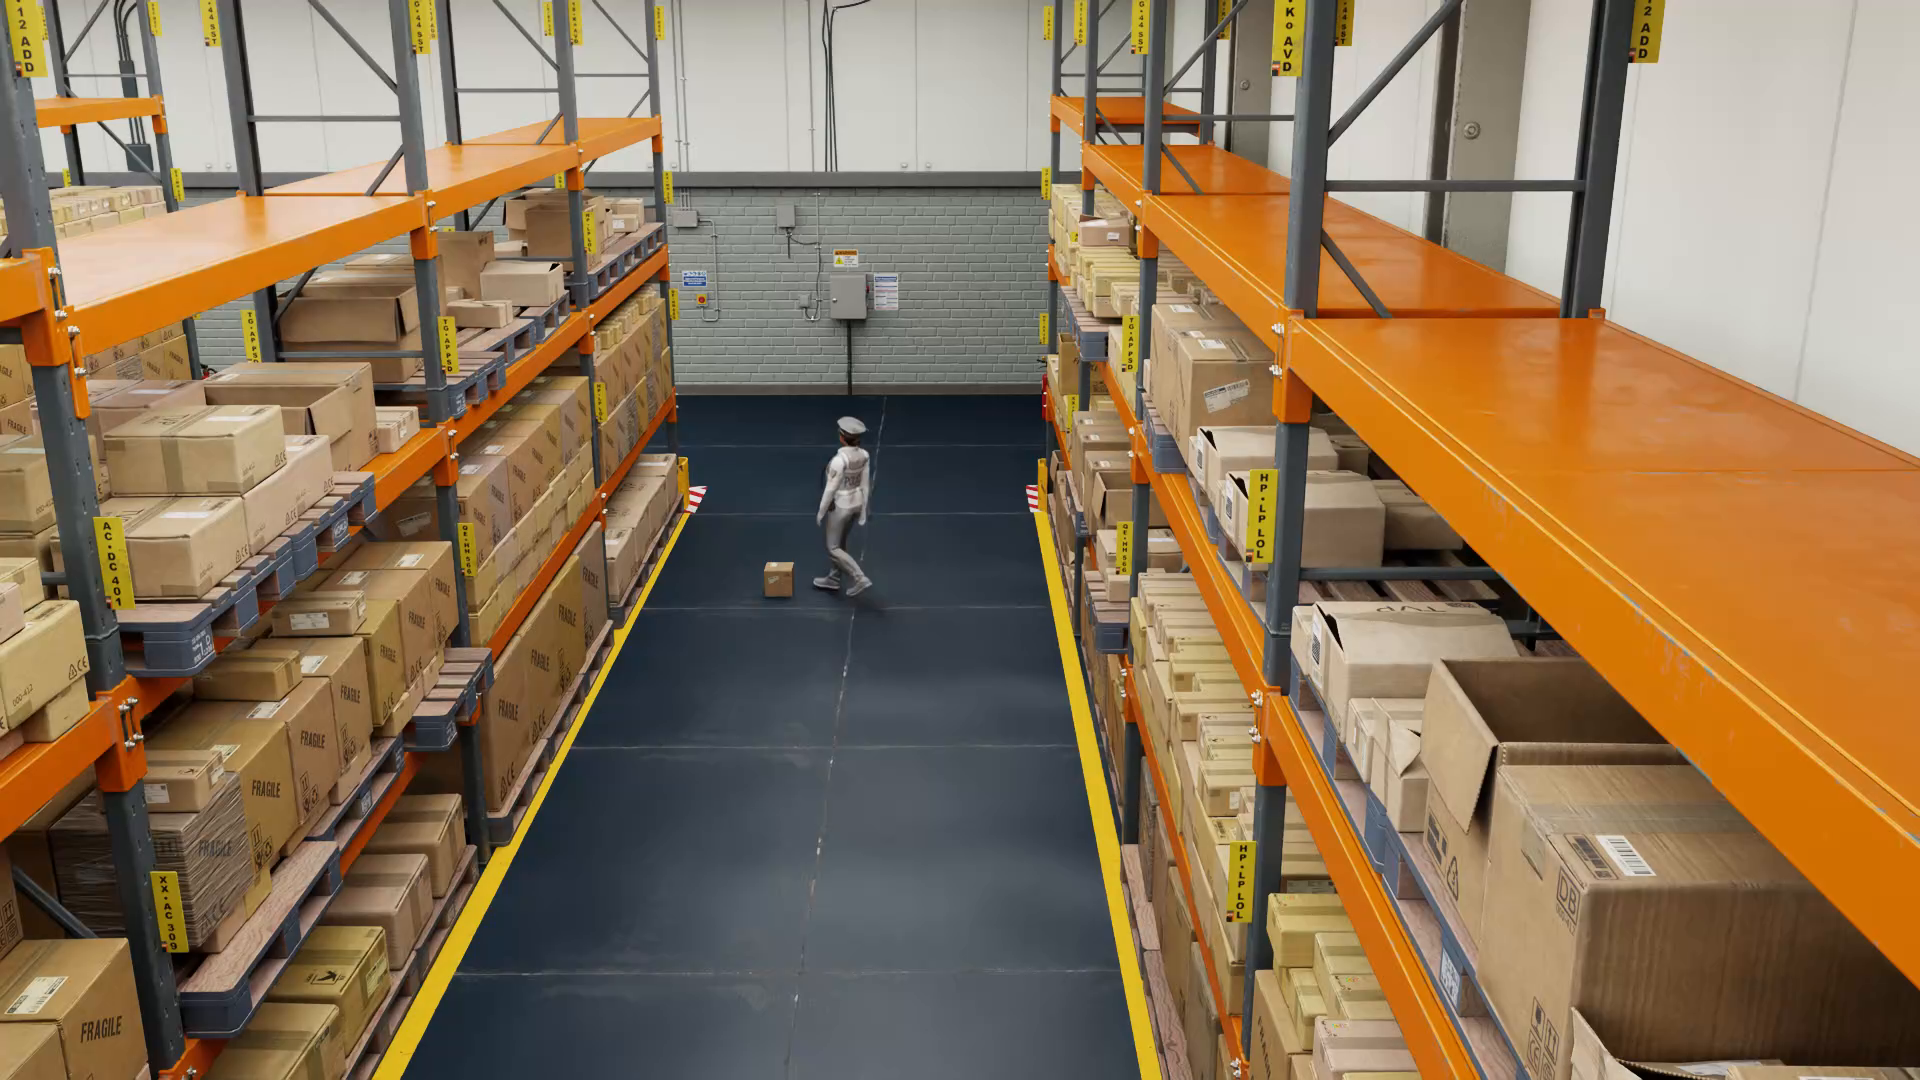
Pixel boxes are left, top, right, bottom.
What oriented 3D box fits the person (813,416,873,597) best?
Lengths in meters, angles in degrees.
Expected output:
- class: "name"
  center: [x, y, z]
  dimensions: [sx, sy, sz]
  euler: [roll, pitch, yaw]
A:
- class: "person"
  center: [-1.068, -0.294, 14.936]
  dimensions: [0.806, 1.659, 0.384]
  euler: [10, 20, 30]
